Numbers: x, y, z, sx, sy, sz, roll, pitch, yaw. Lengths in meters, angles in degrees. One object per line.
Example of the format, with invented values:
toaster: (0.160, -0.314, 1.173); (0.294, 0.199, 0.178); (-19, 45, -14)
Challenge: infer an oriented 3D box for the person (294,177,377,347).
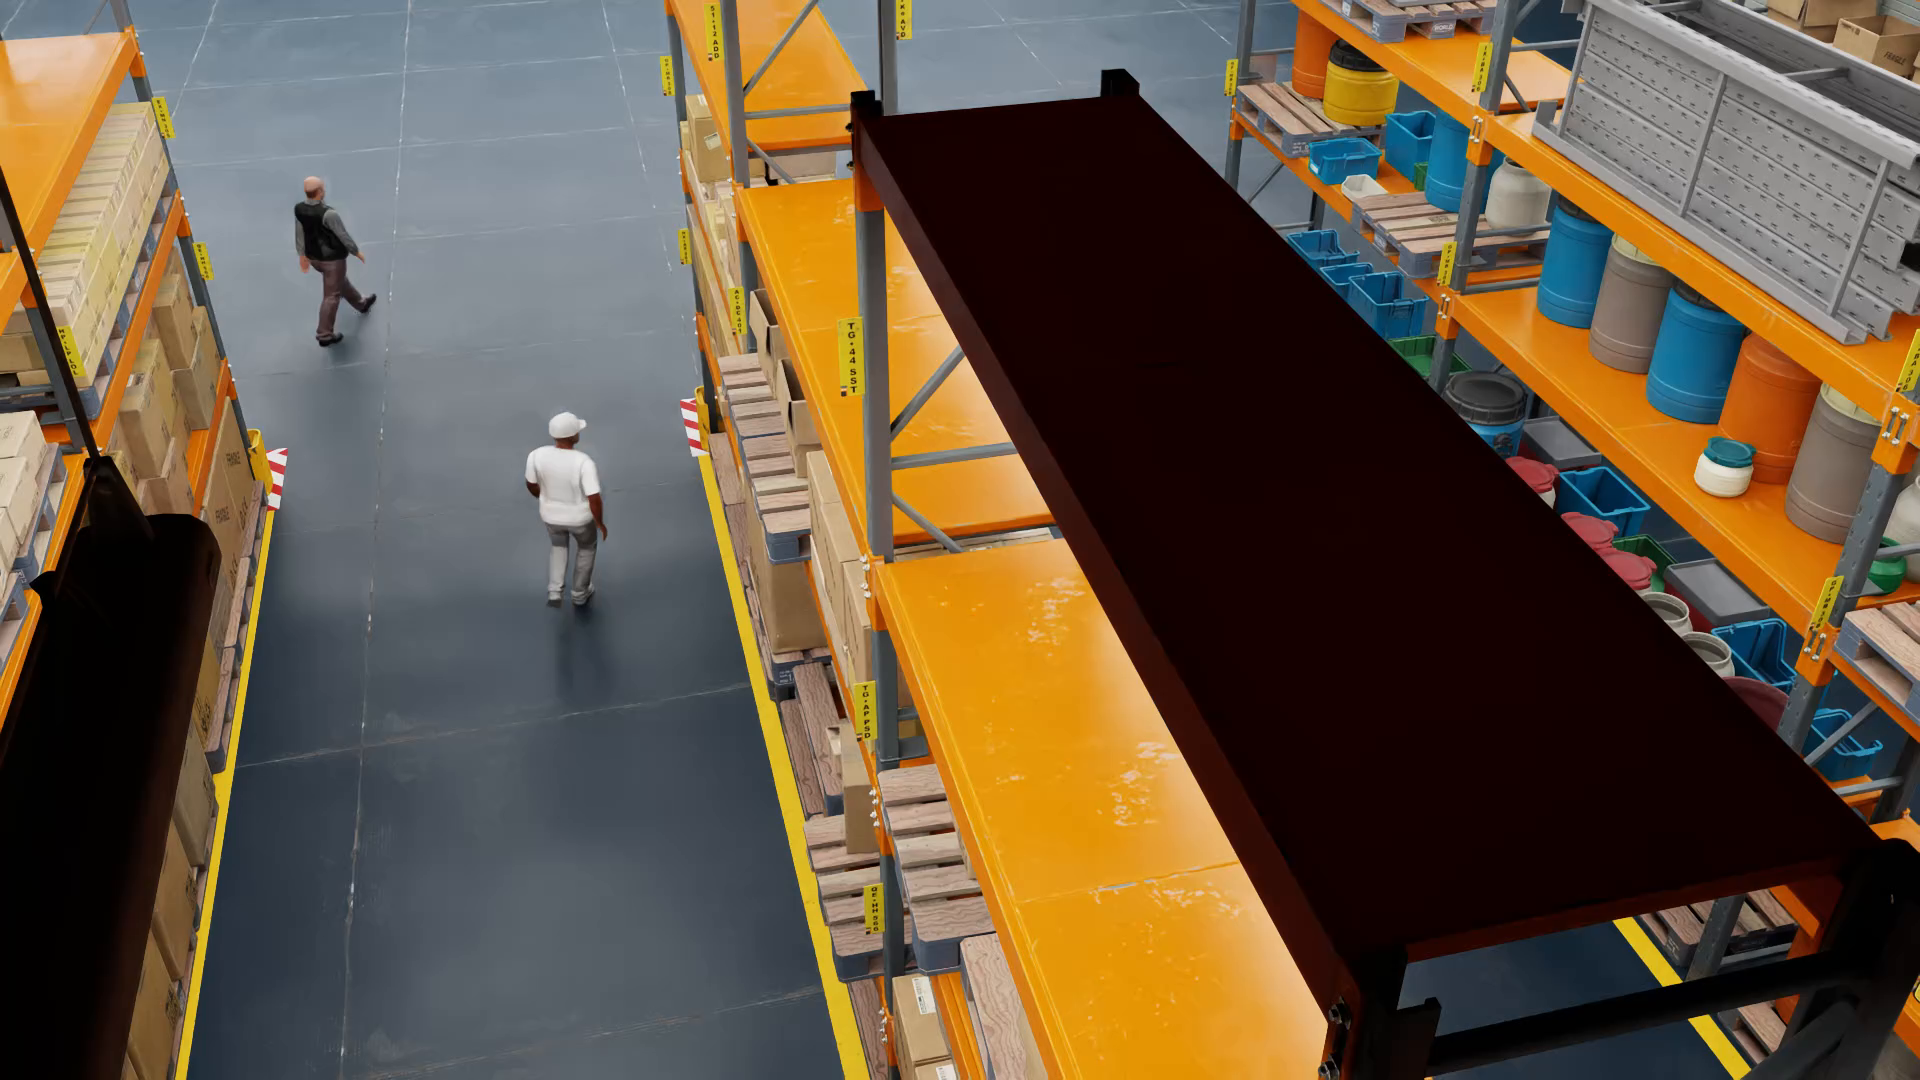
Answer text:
person: (-6.310, -2.903, 16.823); (0.565, 1.657, 1.050); (18, 38, 24)

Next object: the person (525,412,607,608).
person: (-3.018, -0.174, 12.826); (0.625, 1.732, 0.633); (3, 35, 5)
